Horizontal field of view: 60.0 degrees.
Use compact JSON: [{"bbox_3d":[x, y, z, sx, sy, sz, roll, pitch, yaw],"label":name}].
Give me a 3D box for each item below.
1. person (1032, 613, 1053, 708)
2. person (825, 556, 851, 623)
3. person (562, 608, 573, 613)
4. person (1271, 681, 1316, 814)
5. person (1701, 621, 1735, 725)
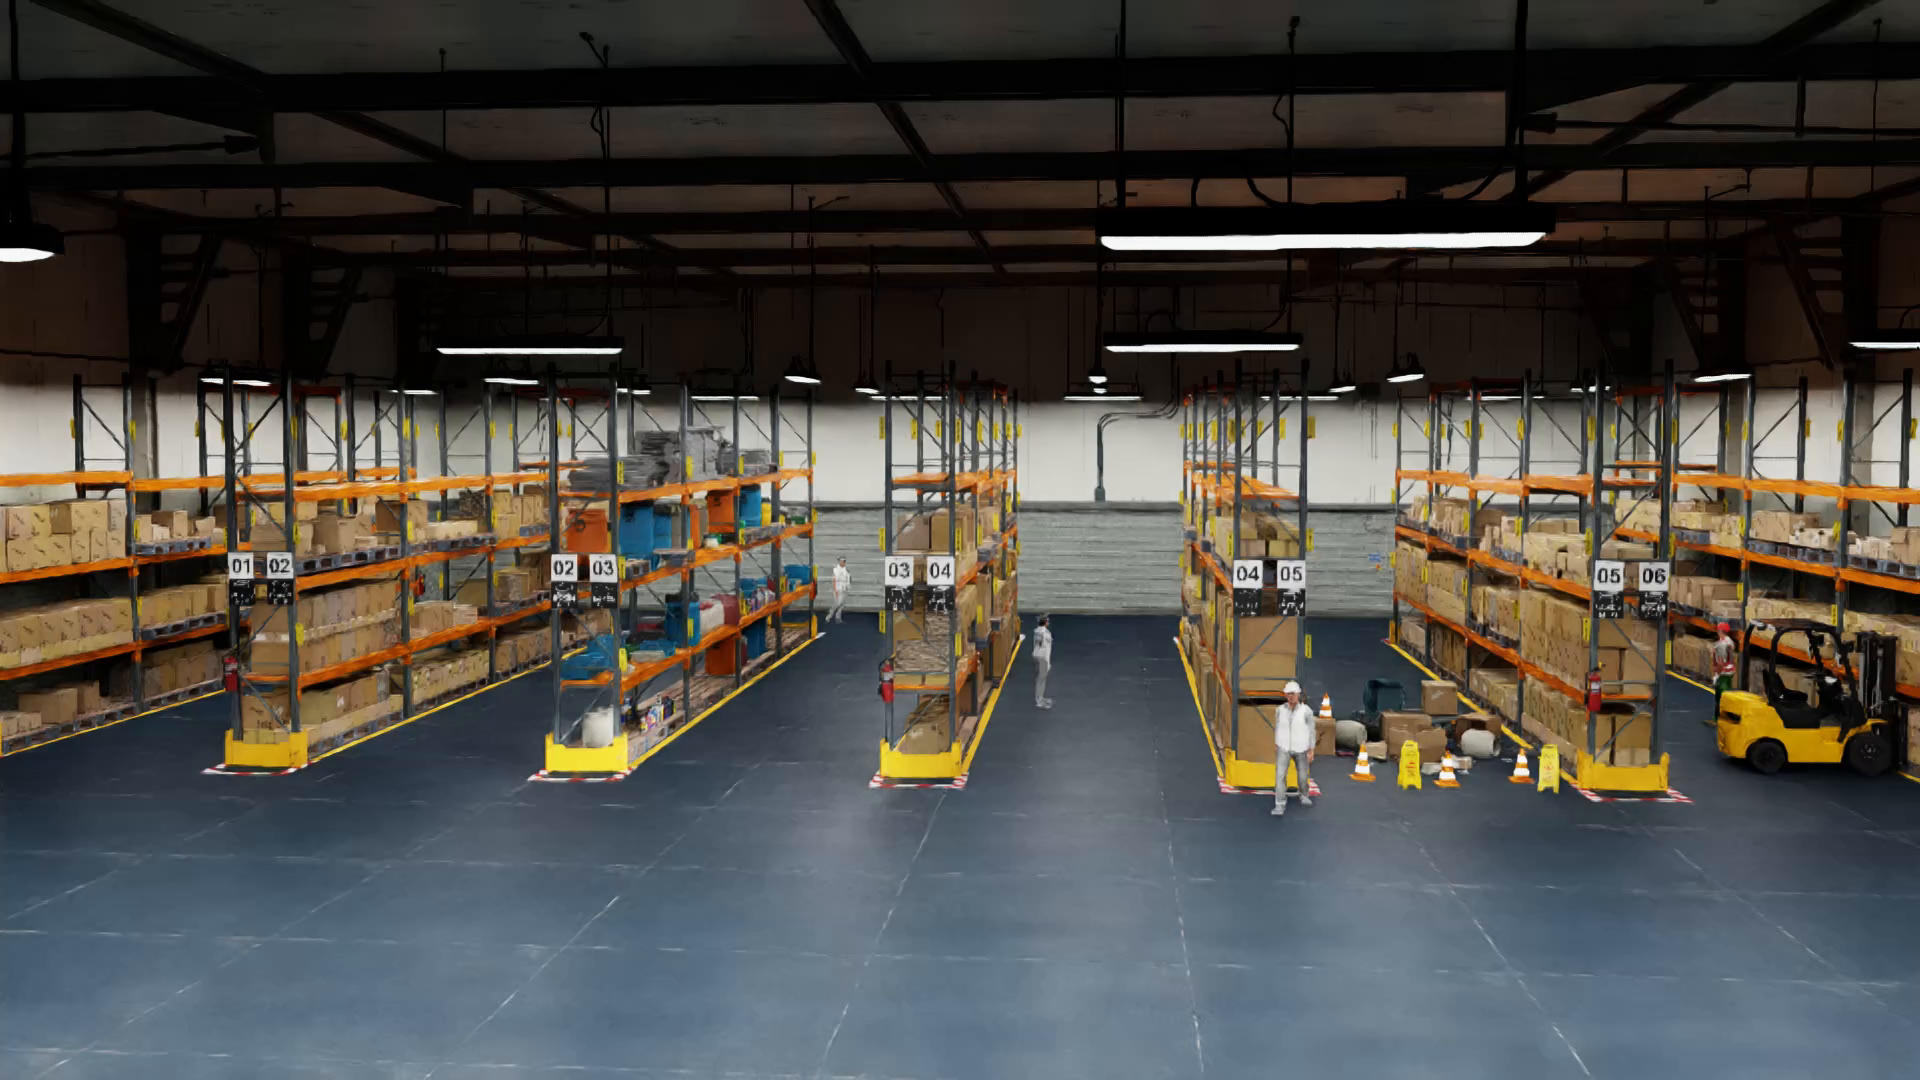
[{"bbox_3d":[1.529,2.166,30.176,0.433,1.684,0.553,-2,4,-23],"label":"person"},{"bbox_3d":[-3.168,1.284,43.172,0.508,1.739,0.712,3,5,34],"label":"person"},{"bbox_3d":[-10.341,1.333,44.064,0.471,1.555,0.491,-2,5,-33],"label":"person"},{"bbox_3d":[4.392,2.704,21.796,0.560,1.736,0.926,1,4,22],"label":"person"},{"bbox_3d":[12.788,2.257,27.965,0.570,1.786,0.648,2,4,32],"label":"person"}]
